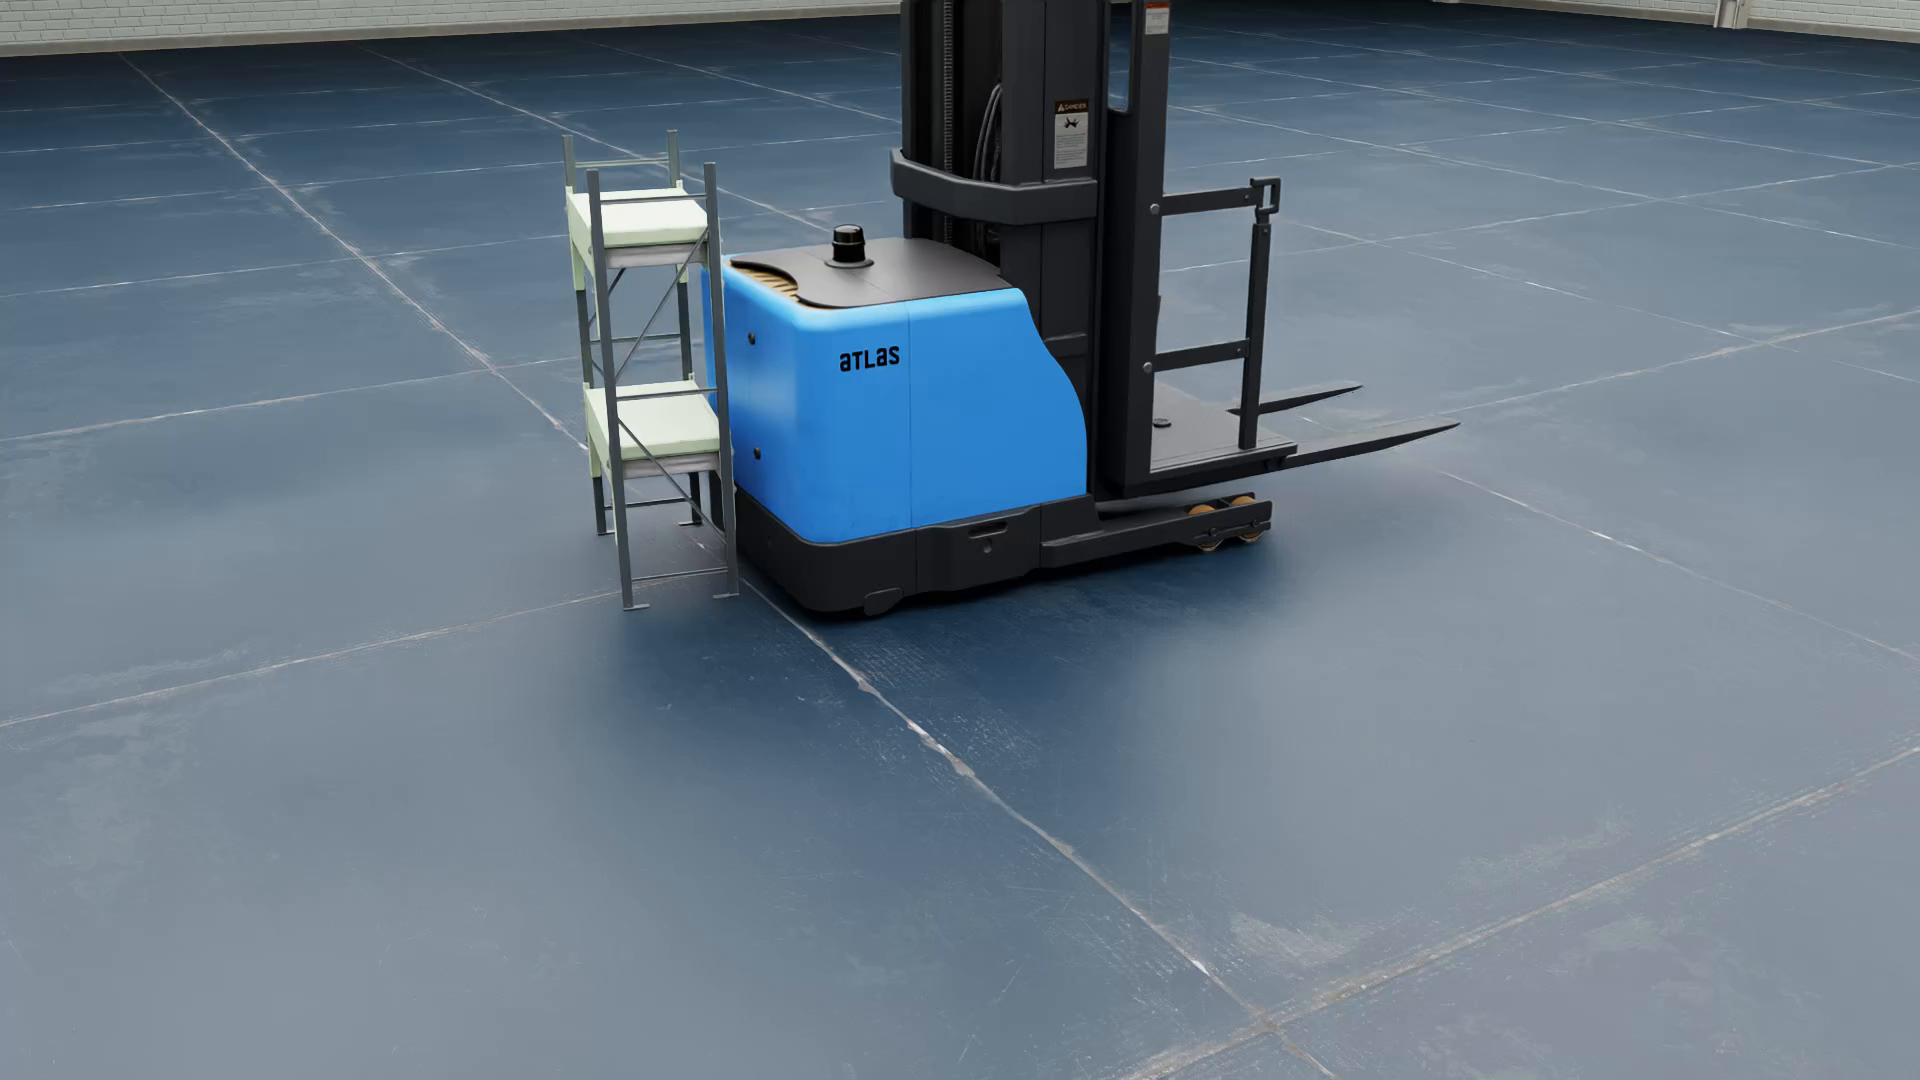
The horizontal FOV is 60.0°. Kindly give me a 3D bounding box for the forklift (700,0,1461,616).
[{"bbox_3d":[0.601,-1.482,6.065,3.031,2.935,1.130,-12,25,-26],"label":"forklift"}]

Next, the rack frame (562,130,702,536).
[{"bbox_3d":[-1.197,-0.739,6.137,0.400,1.500,0.023,-7,23,-17],"label":"rack frame"}]

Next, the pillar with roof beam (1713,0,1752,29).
[{"bbox_3d":[8.397,-11.390,22.383,9.100,9.000,0.400,-13,25,-28],"label":"pillar with roof beam"}]

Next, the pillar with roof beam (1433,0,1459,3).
[{"bbox_3d":[5.332,-13.332,27.162,9.100,9.000,0.400,-13,25,-28],"label":"pillar with roof beam"}]

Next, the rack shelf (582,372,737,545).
[{"bbox_3d":[-1.082,-0.306,5.937,0.431,0.370,0.720,-7,23,-17],"label":"rack shelf"}]

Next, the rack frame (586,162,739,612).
[{"bbox_3d":[-0.967,-0.477,5.493,0.400,1.500,0.023,-7,23,-17],"label":"rack frame"}]

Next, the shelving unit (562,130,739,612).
[{"bbox_3d":[-1.082,-0.608,5.815,0.431,1.500,0.755,-7,23,-17],"label":"shelving unit"}]

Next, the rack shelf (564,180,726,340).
[{"bbox_3d":[-1.082,-0.969,5.668,0.431,0.370,0.720,-7,23,-17],"label":"rack shelf"}]
